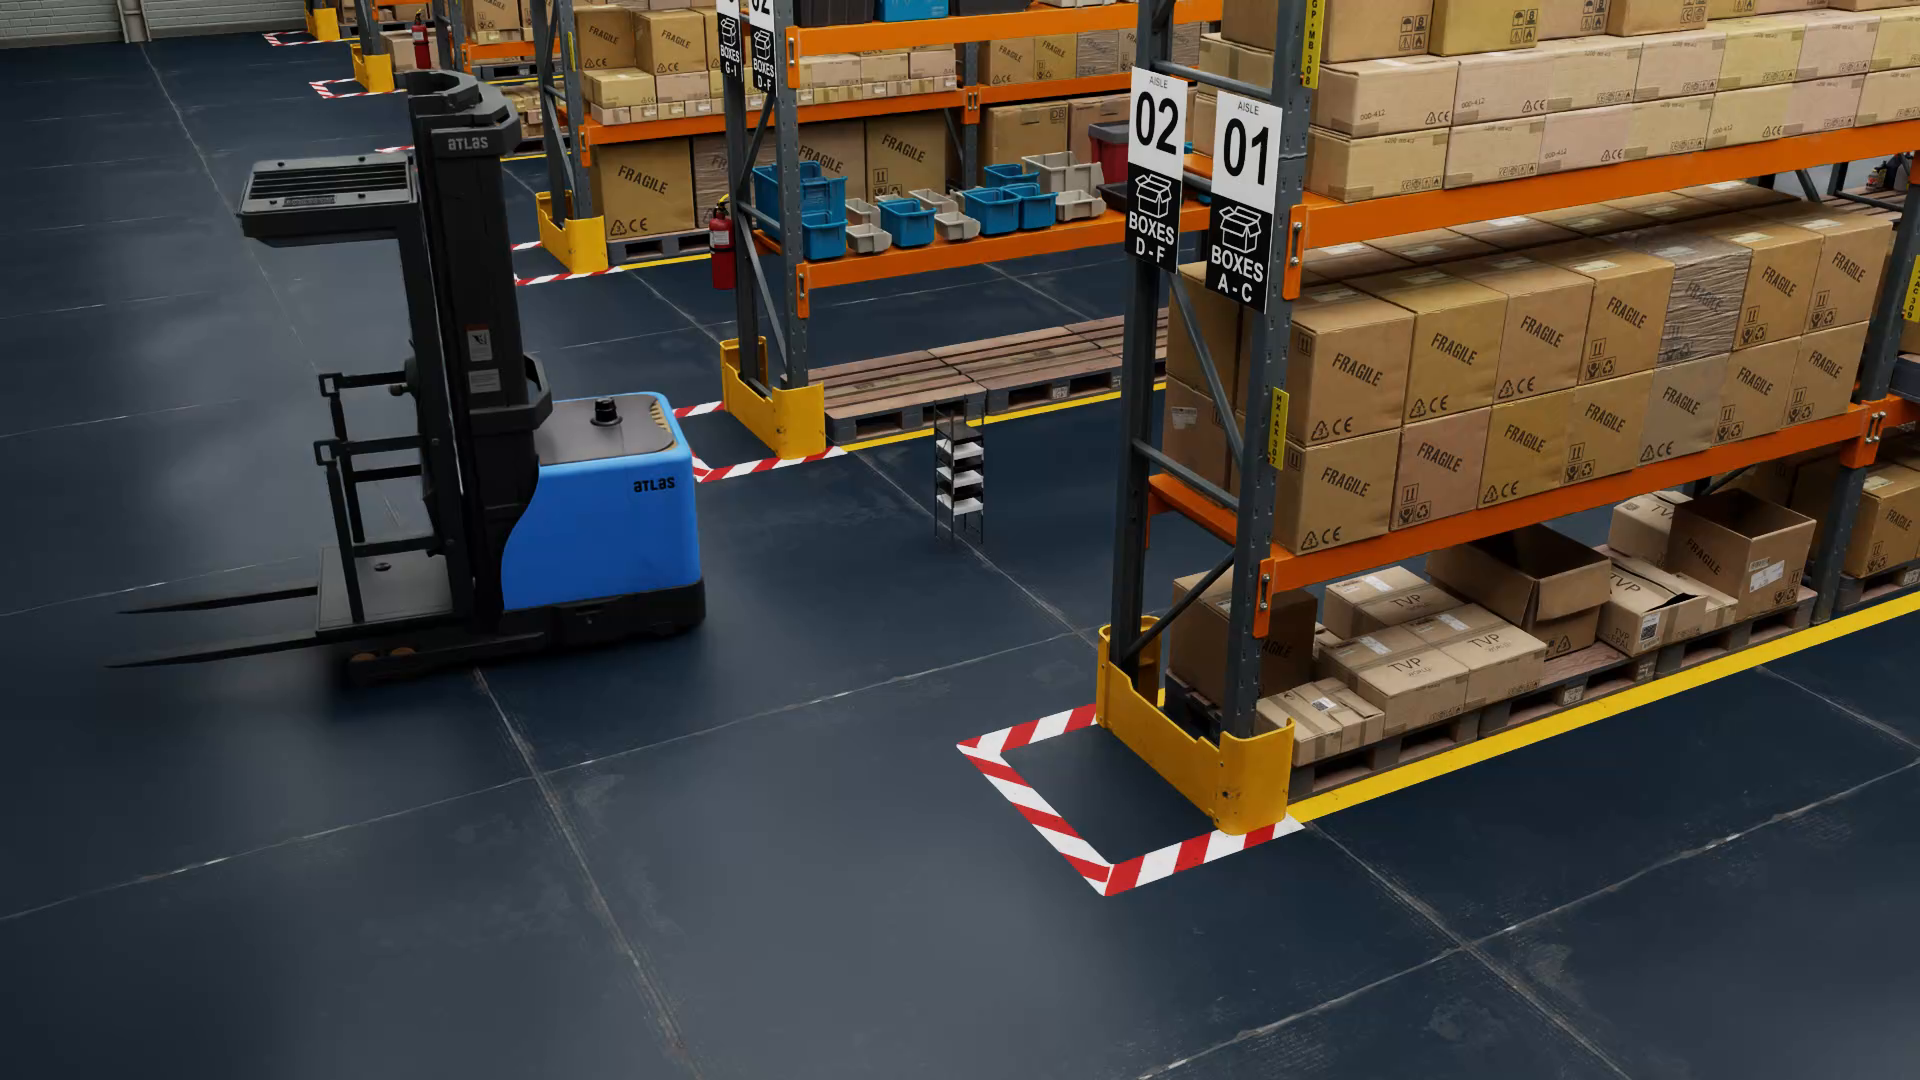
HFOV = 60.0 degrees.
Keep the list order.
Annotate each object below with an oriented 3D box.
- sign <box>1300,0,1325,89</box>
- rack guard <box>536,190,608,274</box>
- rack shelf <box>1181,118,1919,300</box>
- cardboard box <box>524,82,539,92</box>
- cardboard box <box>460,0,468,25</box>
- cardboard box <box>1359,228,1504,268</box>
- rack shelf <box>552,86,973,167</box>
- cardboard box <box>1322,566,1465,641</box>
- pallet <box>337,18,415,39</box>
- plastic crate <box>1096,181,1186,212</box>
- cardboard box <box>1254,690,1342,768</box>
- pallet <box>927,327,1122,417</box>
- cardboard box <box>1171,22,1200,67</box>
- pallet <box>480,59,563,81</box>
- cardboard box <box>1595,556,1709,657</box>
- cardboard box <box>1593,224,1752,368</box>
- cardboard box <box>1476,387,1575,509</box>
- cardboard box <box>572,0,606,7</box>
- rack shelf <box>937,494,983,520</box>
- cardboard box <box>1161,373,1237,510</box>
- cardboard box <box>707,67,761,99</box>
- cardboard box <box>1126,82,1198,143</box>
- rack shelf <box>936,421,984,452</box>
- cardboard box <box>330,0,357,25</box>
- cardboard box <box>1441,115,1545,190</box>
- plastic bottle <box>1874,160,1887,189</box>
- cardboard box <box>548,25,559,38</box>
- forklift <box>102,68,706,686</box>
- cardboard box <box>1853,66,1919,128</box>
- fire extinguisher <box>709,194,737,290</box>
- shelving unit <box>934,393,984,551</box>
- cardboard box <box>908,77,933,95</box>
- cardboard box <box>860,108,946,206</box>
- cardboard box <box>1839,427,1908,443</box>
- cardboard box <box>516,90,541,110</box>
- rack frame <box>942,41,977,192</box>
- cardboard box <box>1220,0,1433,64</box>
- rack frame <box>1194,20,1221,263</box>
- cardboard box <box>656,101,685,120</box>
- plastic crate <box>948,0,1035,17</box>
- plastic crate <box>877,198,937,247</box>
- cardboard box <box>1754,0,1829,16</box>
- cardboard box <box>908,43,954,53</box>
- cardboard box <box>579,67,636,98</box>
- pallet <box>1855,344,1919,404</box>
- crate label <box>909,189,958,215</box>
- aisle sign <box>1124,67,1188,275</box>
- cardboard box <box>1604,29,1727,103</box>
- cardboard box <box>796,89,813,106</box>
[{"bbox_3d":[1.270,-1.801,6.002,0.005,0.325,0.100,-13,29,-25],"label":"sign"},{"bbox_3d":[-3.665,-2.915,15.684,0.348,0.500,1.175,-13,29,-25],"label":"rack guard"},{"bbox_3d":[2.779,-1.697,7.626,4.000,0.370,1.077,-13,29,-25],"label":"rack shelf"},{"bbox_3d":[-5.124,-5.469,20.237,0.250,0.149,0.380,-14,29,-26],"label":"cardboard box"},{"bbox_3d":[-5.613,-6.330,19.450,0.500,0.500,0.500,-12,28,-24],"label":"cardboard box"},{"bbox_3d":[2.178,-1.164,7.880,0.500,0.500,0.500,-12,28,-24],"label":"cardboard box"},{"bbox_3d":[-1.879,-4.129,16.157,4.000,0.370,1.077,-13,29,-25],"label":"rack shelf"},{"bbox_3d":[2.230,0.392,8.577,0.500,0.250,0.500,-13,29,-25],"label":"cardboard box"},{"bbox_3d":[-9.876,-8.647,27.957,1.213,0.211,1.003,-13,29,-25],"label":"pallet"},{"bbox_3d":[1.355,-2.542,12.268,0.590,0.125,0.437,-13,29,-25],"label":"plastic crate"},{"bbox_3d":[1.545,0.871,7.698,0.250,0.149,0.380,-13,29,-25],"label":"cardboard box"},{"bbox_3d":[0.508,-1.298,12.650,1.213,0.211,1.003,-13,29,-25],"label":"pallet"},{"bbox_3d":[2.197,-5.319,17.689,0.500,0.500,0.500,-14,29,-27],"label":"cardboard box"},{"bbox_3d":[-6.564,-7.013,24.555,1.213,0.211,1.003,-13,29,-25],"label":"pallet"},{"bbox_3d":[3.513,0.314,8.670,0.500,0.311,0.500,-13,29,-25],"label":"cardboard box"},{"bbox_3d":[3.324,-1.163,7.877,0.500,0.500,0.500,-13,28,-25],"label":"cardboard box"},{"bbox_3d":[2.427,-0.505,7.662,0.500,0.500,0.500,-13,29,-25],"label":"cardboard box"},{"bbox_3d":[-4.464,-6.340,19.471,0.500,0.500,0.500,-13,28,-24],"label":"cardboard box"},{"bbox_3d":[-0.007,-0.212,10.085,0.200,0.077,0.258,-13,29,-25],"label":"rack shelf"},{"bbox_3d":[1.281,-0.502,7.656,0.500,0.500,0.500,-12,28,-24],"label":"cardboard box"},{"bbox_3d":[-2.193,-4.317,15.546,0.500,0.250,0.500,-14,29,-27],"label":"cardboard box"},{"bbox_3d":[2.006,-4.596,18.267,0.875,0.875,1.225,-13,29,-25],"label":"cardboard box"},{"bbox_3d":[-0.007,-0.617,9.890,0.200,0.077,0.258,-13,29,-25],"label":"rack shelf"},{"bbox_3d":[-10.062,-8.878,27.616,0.637,0.503,0.797,-14,29,-27],"label":"cardboard box"},{"bbox_3d":[2.034,-1.651,6.872,0.500,0.250,0.500,-13,29,-25],"label":"cardboard box"},{"bbox_3d":[9.544,-3.797,17.263,0.133,0.283,0.061,-11,28,-23],"label":"plastic bottle"},{"bbox_3d":[-4.817,-5.996,19.504,0.250,0.149,0.380,-12,28,-23],"label":"cardboard box"},{"bbox_3d":[-2.971,-0.822,8.517,3.031,2.935,1.130,-8,27,-16],"label":"forklift"},{"bbox_3d":[4.240,-2.161,7.934,0.500,0.250,0.500,-13,29,-25],"label":"cardboard box"},{"bbox_3d":[-1.660,-2.095,11.608,0.183,0.674,0.296,-13,29,-25],"label":"fire extinguisher"},{"bbox_3d":[-0.007,-0.404,9.993,0.210,0.900,0.258,-13,29,-25],"label":"shelving unit"},{"bbox_3d":[-0.457,-4.508,16.405,0.250,0.149,0.380,-12,28,-24],"label":"cardboard box"},{"bbox_3d":[-0.735,-3.989,17.002,0.875,0.875,0.875,-13,29,-25],"label":"cardboard box"},{"bbox_3d":[5.284,-0.456,10.054,0.500,0.500,0.500,-13,29,-25],"label":"cardboard box"},{"bbox_3d":[-5.080,-5.213,19.703,0.250,0.149,0.380,-12,28,-24],"label":"cardboard box"},{"bbox_3d":[-0.115,-4.861,16.850,0.127,3.000,1.000,-13,29,-25],"label":"rack frame"},{"bbox_3d":[1.460,-2.221,6.615,0.500,0.500,0.700,-13,29,-25],"label":"cardboard box"},{"bbox_3d":[2.216,-2.969,12.910,0.127,3.000,1.000,-13,29,-25],"label":"rack frame"},{"bbox_3d":[-2.724,-3.984,15.314,0.250,0.149,0.380,-14,29,-26],"label":"cardboard box"},{"bbox_3d":[0.164,-3.685,11.007,0.767,0.338,0.504,-13,29,-25],"label":"plastic crate"},{"bbox_3d":[-0.360,-2.165,11.359,0.300,0.233,0.416,-13,29,-25],"label":"plastic crate"},{"bbox_3d":[3.625,-2.764,7.745,0.500,0.500,0.700,-13,29,-25],"label":"cardboard box"},{"bbox_3d":[-0.394,-5.070,16.248,0.500,0.500,0.500,-12,28,-24],"label":"cardboard box"},{"bbox_3d":[-3.341,-4.313,15.538,0.500,0.250,0.500,-13,29,-26],"label":"cardboard box"},{"bbox_3d":[5.300,-1.111,9.262,1.213,0.211,1.003,-13,29,-25],"label":"pallet"},{"bbox_3d":[-0.182,-2.418,11.996,0.243,0.136,0.396,-13,29,-25],"label":"crate label"},{"bbox_3d":[0.810,-1.537,6.924,0.004,0.787,0.394,-13,29,-25],"label":"aisle sign"},{"bbox_3d":[2.916,-2.081,7.190,0.500,0.250,0.500,-13,29,-25],"label":"cardboard box"},{"bbox_3d":[-1.588,-4.247,15.862,0.250,0.149,0.380,-13,28,-24],"label":"cardboard box"}]
